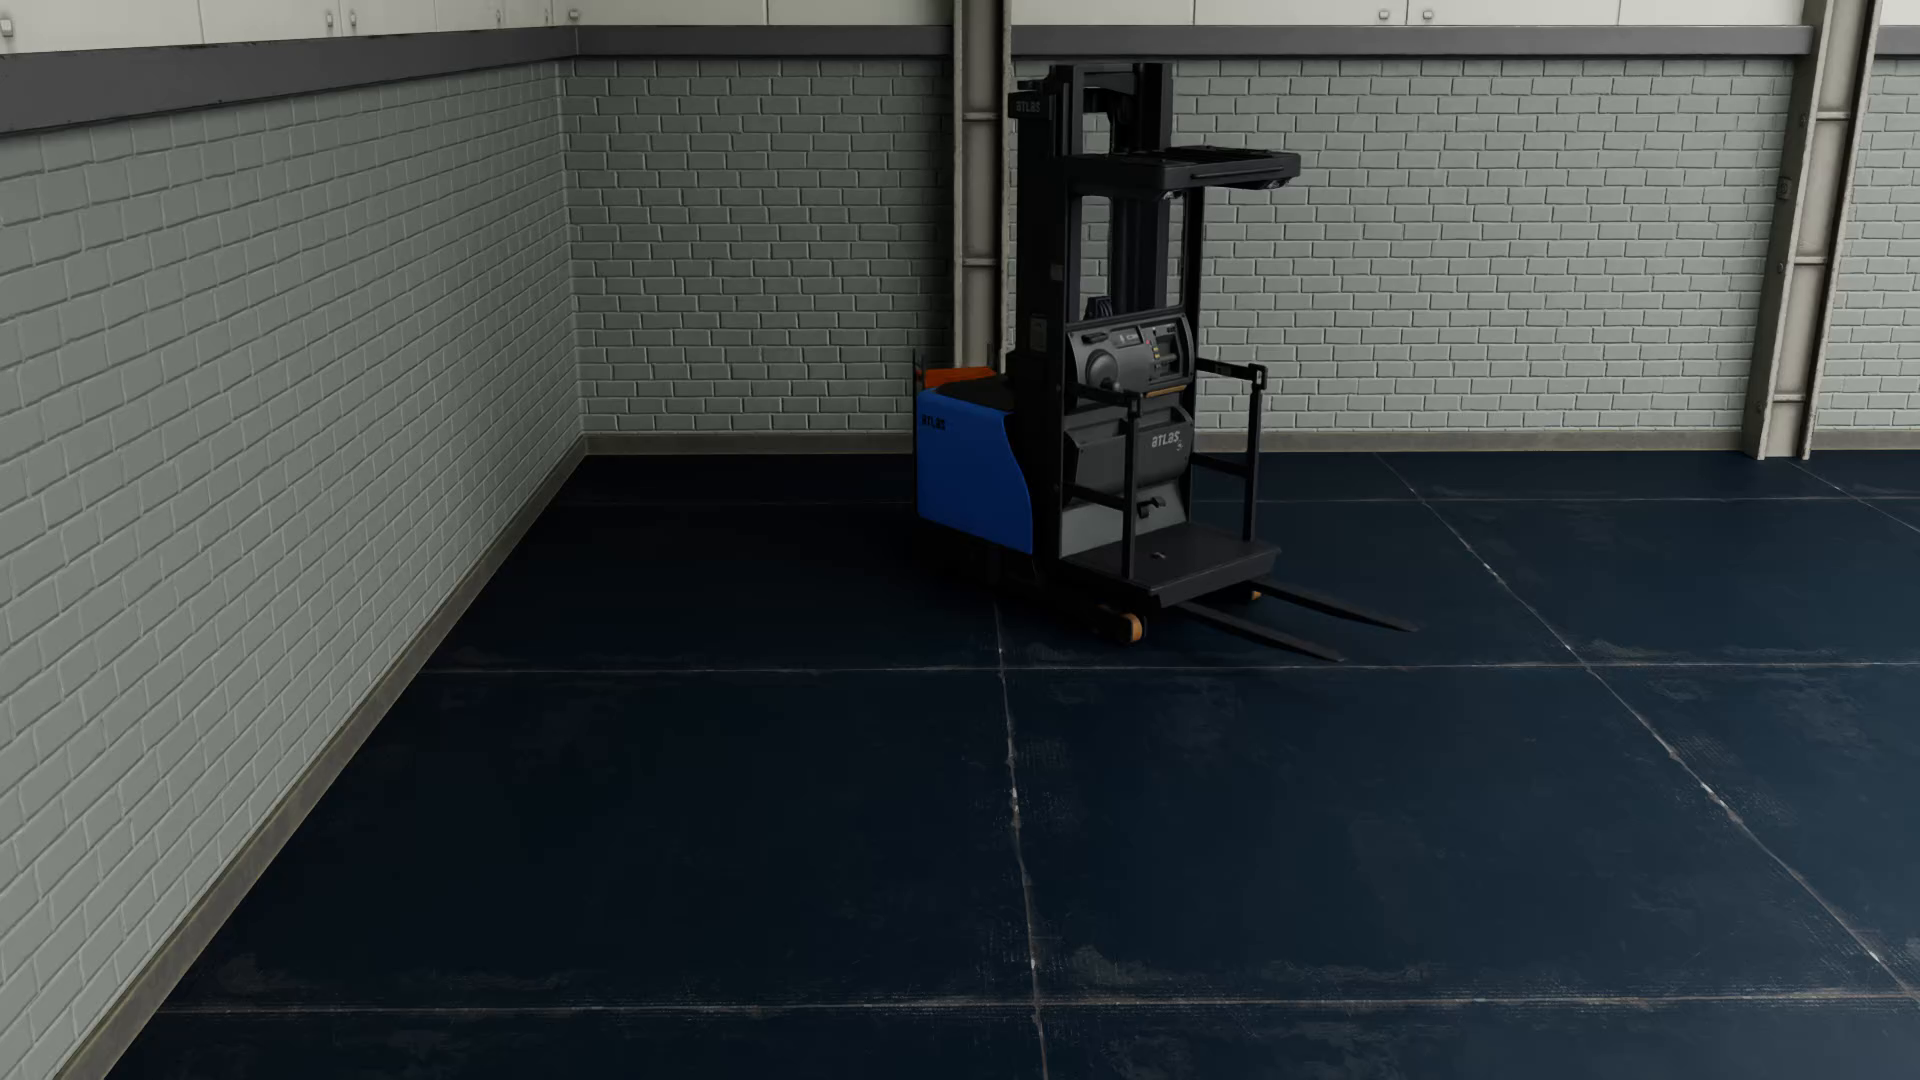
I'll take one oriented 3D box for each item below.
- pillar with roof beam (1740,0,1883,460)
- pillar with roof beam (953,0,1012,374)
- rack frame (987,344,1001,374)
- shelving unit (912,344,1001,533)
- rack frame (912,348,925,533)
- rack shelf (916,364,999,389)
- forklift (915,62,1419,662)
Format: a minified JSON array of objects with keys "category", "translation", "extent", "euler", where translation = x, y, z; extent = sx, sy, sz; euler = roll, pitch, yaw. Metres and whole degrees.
[{"category":"pillar with roof beam","translation":[6.217,-3.619,7.097],"extent":[0.400,9.000,9.100],"euler":[0,18,-1]},{"category":"pillar with roof beam","translation":[0.218,-3.590,7.007],"extent":[0.400,9.000,9.100],"euler":[0,18,-1]},{"category":"rack frame","translation":[0.212,-0.631,10.550],"extent":[0.015,1.200,0.240],"euler":[-5,19,-16]},{"category":"shelving unit","translation":[-0.022,-0.609,10.483],"extent":[0.503,1.200,0.258],"euler":[-5,19,-16]},{"category":"rack frame","translation":[-0.255,-0.588,10.415],"extent":[0.015,1.200,0.240],"euler":[-5,19,-16]},{"category":"rack shelf","translation":[-0.022,-0.984,10.363],"extent":[0.480,0.148,0.258],"euler":[-5,19,-16]},{"category":"forklift","translation":[1.077,-1.015,8.913],"extent":[1.130,2.935,3.031],"euler":[-15,23,-39]}]
